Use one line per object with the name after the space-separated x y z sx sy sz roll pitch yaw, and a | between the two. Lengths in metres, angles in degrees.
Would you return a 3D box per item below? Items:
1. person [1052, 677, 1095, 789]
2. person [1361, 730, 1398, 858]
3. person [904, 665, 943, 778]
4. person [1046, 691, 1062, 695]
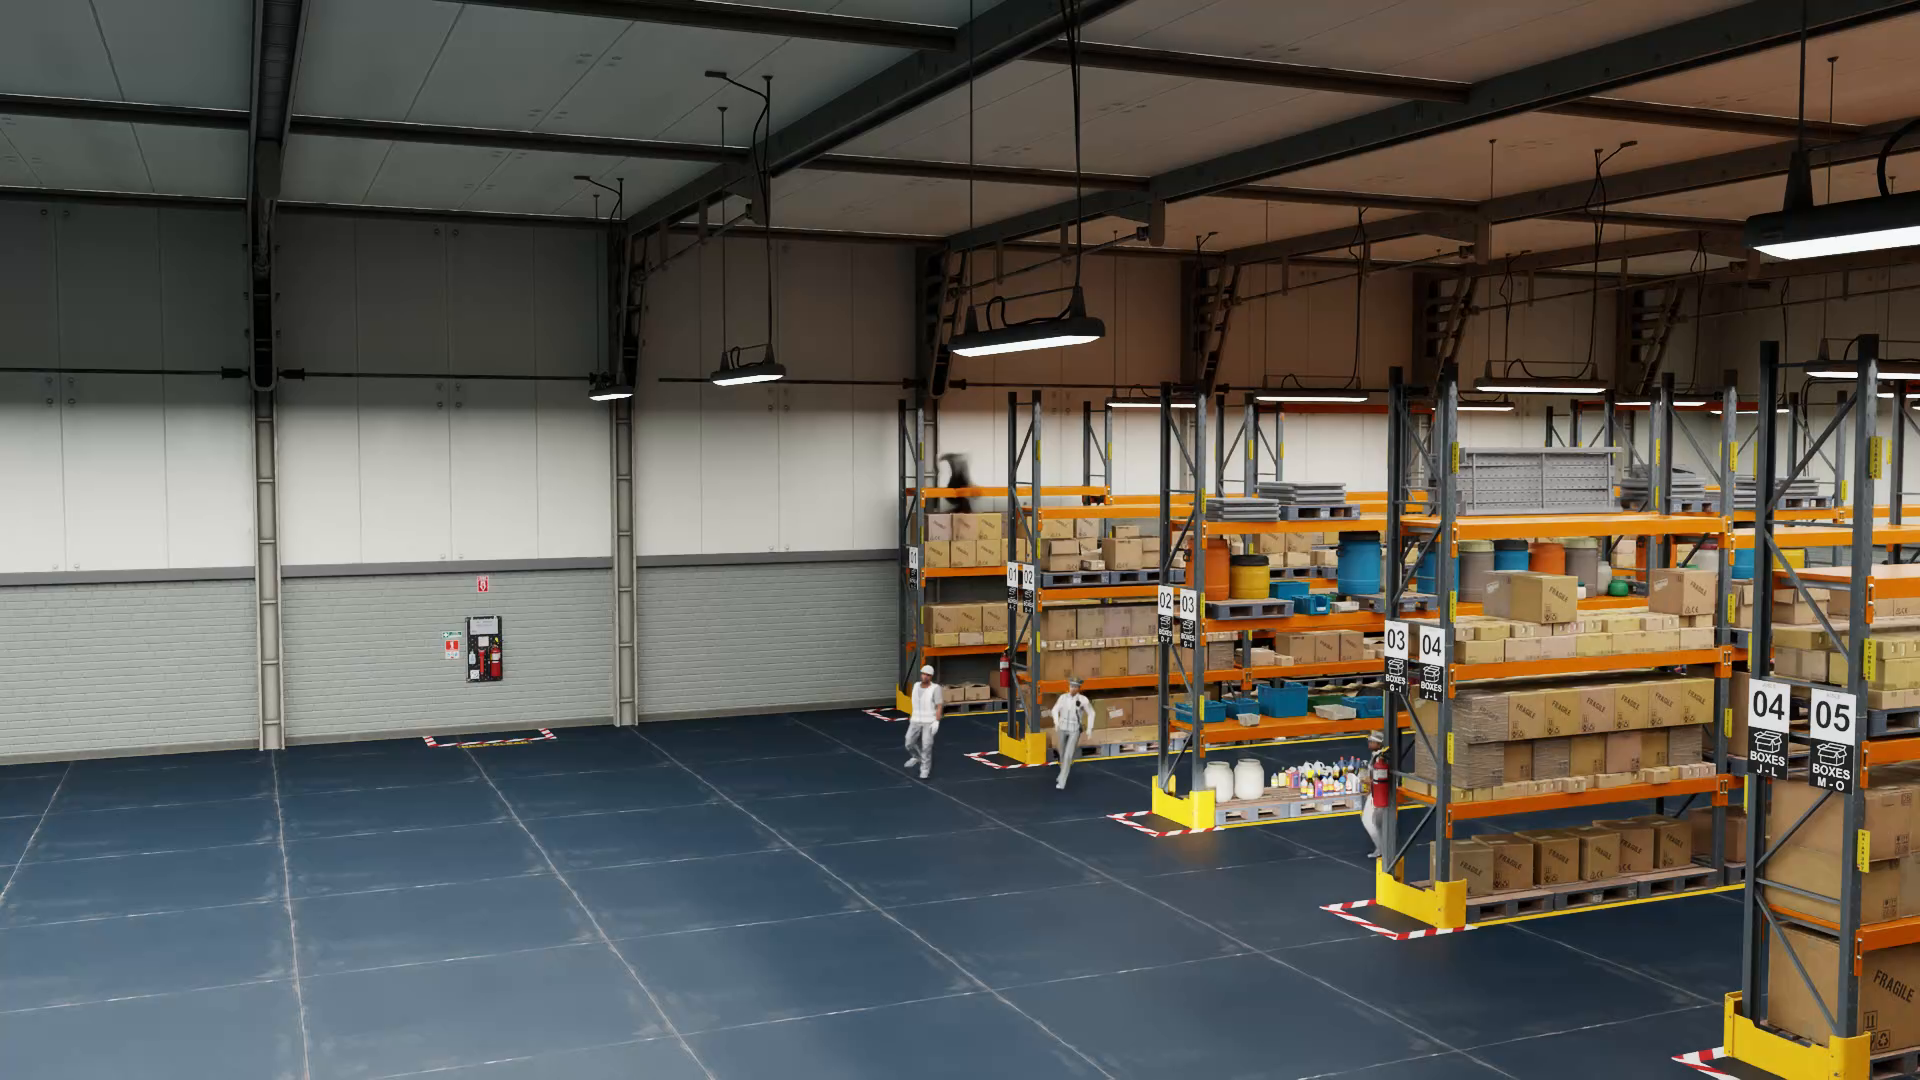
1.661 2.850 24.718 0.655 1.663 0.947 1 4 20 | person
5.317 3.162 20.833 0.636 1.631 0.694 -1 4 -18 | person
-0.571 2.784 25.637 0.775 1.746 0.594 2 4 28 | person
1.717 2.568 29.837 0.851 1.790 0.633 -2 4 -29 | person
